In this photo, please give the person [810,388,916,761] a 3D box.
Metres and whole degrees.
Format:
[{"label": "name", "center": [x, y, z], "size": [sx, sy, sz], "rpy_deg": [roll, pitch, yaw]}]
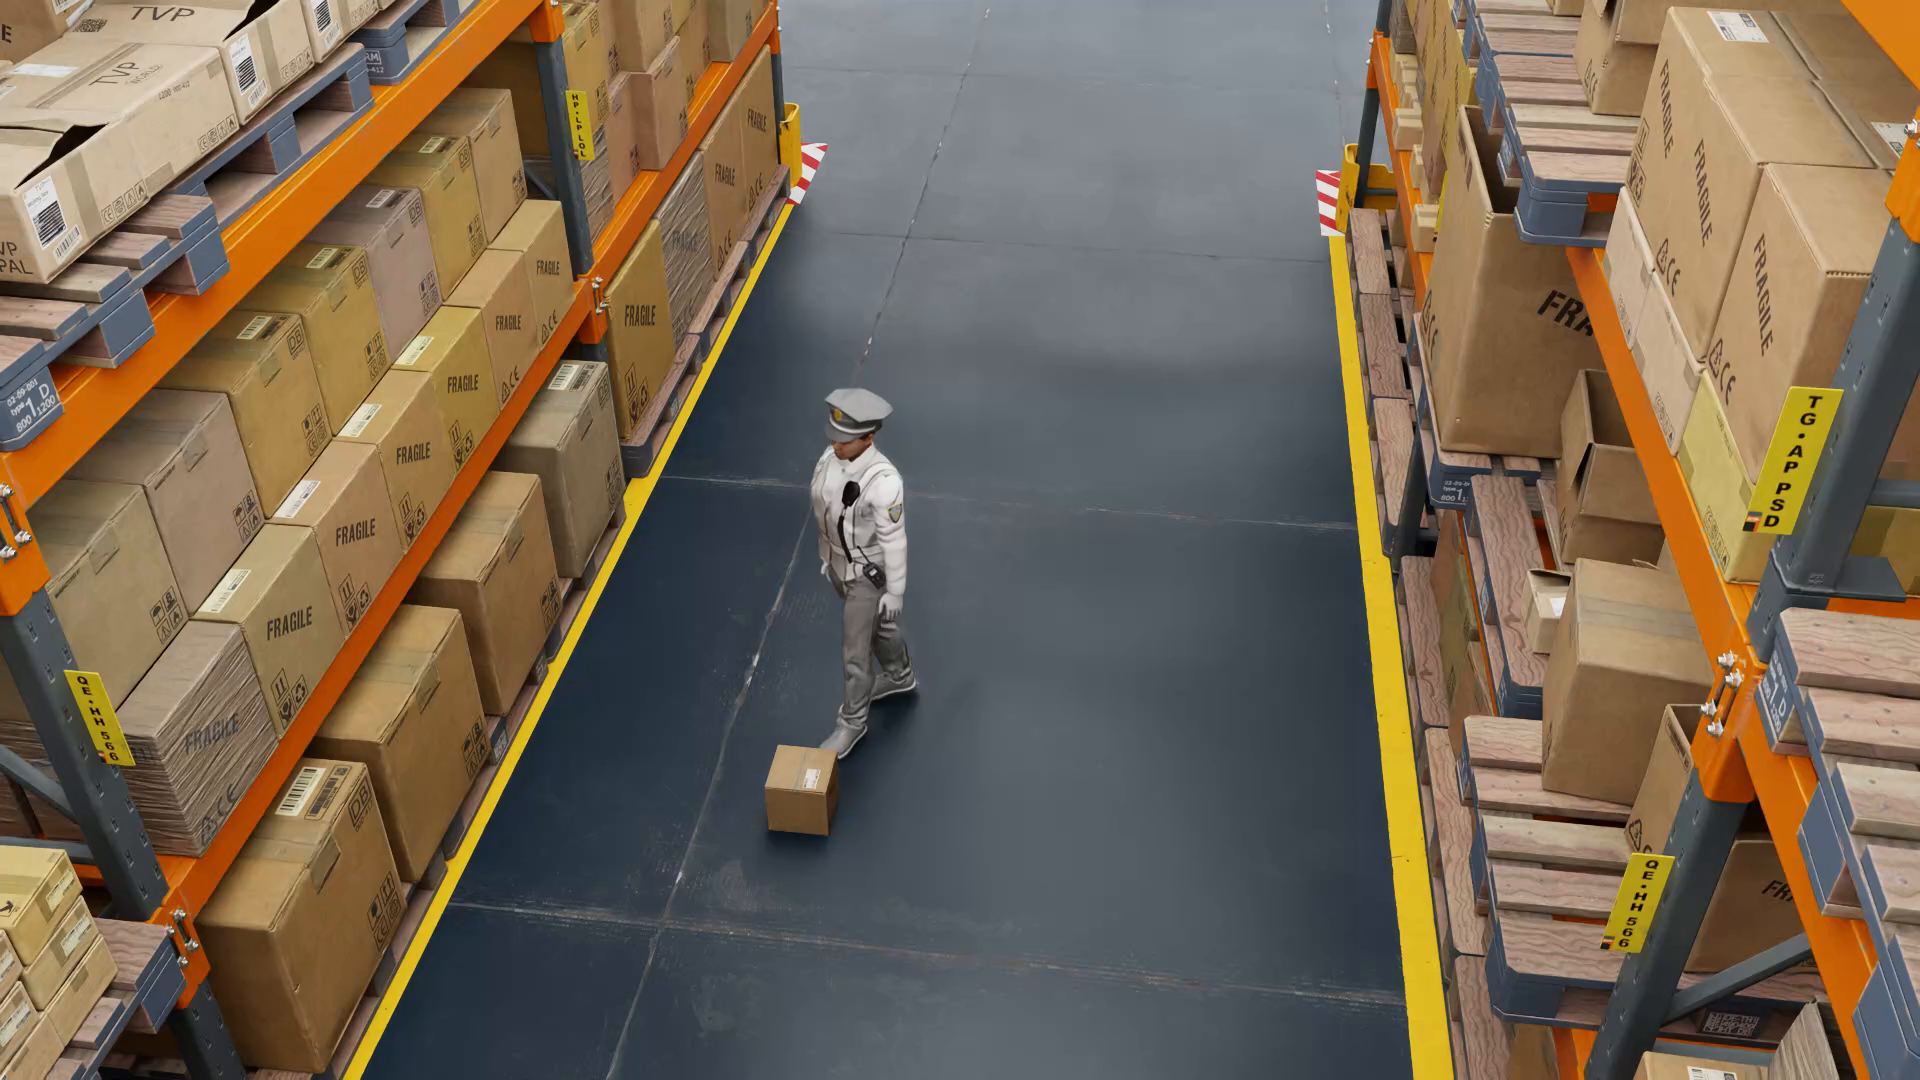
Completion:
[{"label": "person", "center": [-0.424, 0.126, 6.846], "size": [0.596, 1.677, 0.483], "rpy_deg": [-21, 41, -26]}]
